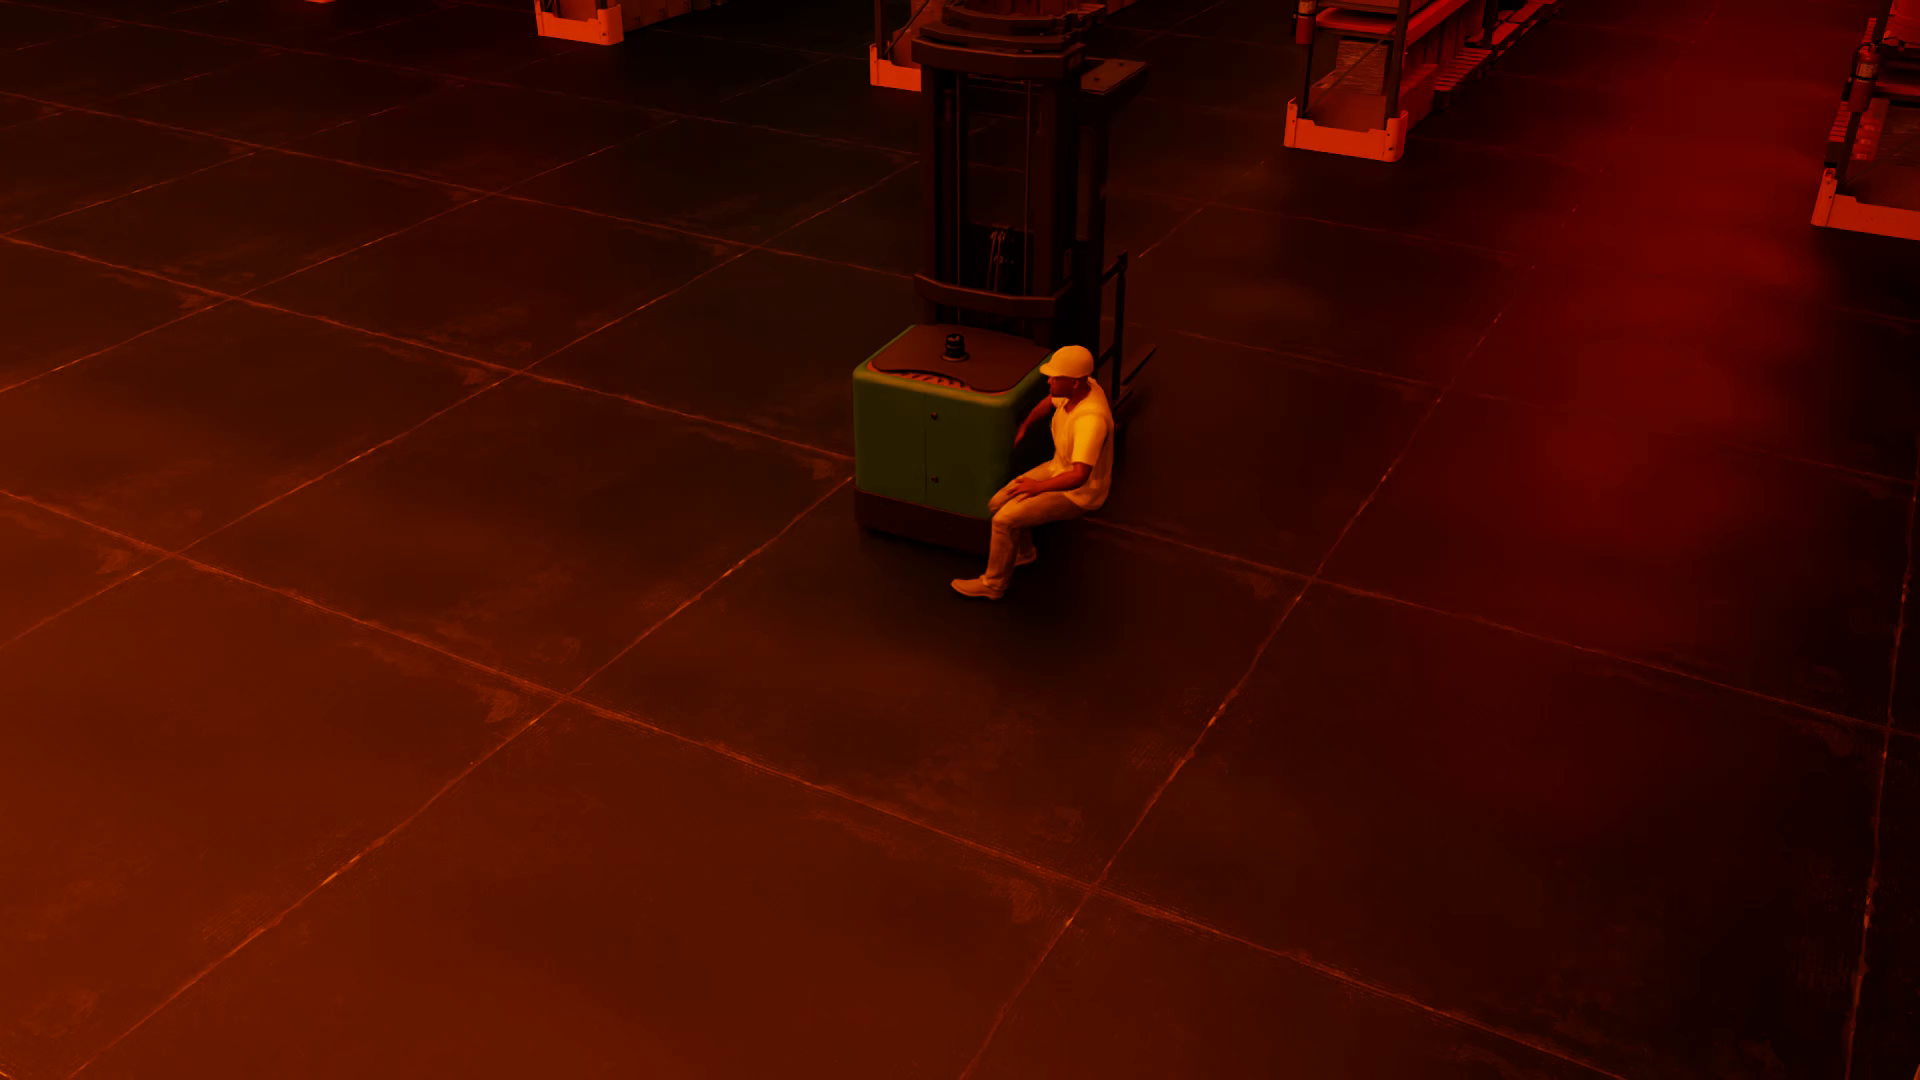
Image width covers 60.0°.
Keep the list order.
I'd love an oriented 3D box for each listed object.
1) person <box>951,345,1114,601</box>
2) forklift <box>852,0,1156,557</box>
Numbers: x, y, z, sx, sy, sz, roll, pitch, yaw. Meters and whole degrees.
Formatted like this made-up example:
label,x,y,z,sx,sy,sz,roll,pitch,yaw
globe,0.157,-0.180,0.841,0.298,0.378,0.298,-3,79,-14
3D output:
label,x,y,z,sx,sy,sz,roll,pitch,yaw
person,0.394,-0.344,9.126,0.875,1.541,0.861,-6,31,-11
forklift,0.458,-1.877,10.323,1.130,2.935,3.031,14,33,22
